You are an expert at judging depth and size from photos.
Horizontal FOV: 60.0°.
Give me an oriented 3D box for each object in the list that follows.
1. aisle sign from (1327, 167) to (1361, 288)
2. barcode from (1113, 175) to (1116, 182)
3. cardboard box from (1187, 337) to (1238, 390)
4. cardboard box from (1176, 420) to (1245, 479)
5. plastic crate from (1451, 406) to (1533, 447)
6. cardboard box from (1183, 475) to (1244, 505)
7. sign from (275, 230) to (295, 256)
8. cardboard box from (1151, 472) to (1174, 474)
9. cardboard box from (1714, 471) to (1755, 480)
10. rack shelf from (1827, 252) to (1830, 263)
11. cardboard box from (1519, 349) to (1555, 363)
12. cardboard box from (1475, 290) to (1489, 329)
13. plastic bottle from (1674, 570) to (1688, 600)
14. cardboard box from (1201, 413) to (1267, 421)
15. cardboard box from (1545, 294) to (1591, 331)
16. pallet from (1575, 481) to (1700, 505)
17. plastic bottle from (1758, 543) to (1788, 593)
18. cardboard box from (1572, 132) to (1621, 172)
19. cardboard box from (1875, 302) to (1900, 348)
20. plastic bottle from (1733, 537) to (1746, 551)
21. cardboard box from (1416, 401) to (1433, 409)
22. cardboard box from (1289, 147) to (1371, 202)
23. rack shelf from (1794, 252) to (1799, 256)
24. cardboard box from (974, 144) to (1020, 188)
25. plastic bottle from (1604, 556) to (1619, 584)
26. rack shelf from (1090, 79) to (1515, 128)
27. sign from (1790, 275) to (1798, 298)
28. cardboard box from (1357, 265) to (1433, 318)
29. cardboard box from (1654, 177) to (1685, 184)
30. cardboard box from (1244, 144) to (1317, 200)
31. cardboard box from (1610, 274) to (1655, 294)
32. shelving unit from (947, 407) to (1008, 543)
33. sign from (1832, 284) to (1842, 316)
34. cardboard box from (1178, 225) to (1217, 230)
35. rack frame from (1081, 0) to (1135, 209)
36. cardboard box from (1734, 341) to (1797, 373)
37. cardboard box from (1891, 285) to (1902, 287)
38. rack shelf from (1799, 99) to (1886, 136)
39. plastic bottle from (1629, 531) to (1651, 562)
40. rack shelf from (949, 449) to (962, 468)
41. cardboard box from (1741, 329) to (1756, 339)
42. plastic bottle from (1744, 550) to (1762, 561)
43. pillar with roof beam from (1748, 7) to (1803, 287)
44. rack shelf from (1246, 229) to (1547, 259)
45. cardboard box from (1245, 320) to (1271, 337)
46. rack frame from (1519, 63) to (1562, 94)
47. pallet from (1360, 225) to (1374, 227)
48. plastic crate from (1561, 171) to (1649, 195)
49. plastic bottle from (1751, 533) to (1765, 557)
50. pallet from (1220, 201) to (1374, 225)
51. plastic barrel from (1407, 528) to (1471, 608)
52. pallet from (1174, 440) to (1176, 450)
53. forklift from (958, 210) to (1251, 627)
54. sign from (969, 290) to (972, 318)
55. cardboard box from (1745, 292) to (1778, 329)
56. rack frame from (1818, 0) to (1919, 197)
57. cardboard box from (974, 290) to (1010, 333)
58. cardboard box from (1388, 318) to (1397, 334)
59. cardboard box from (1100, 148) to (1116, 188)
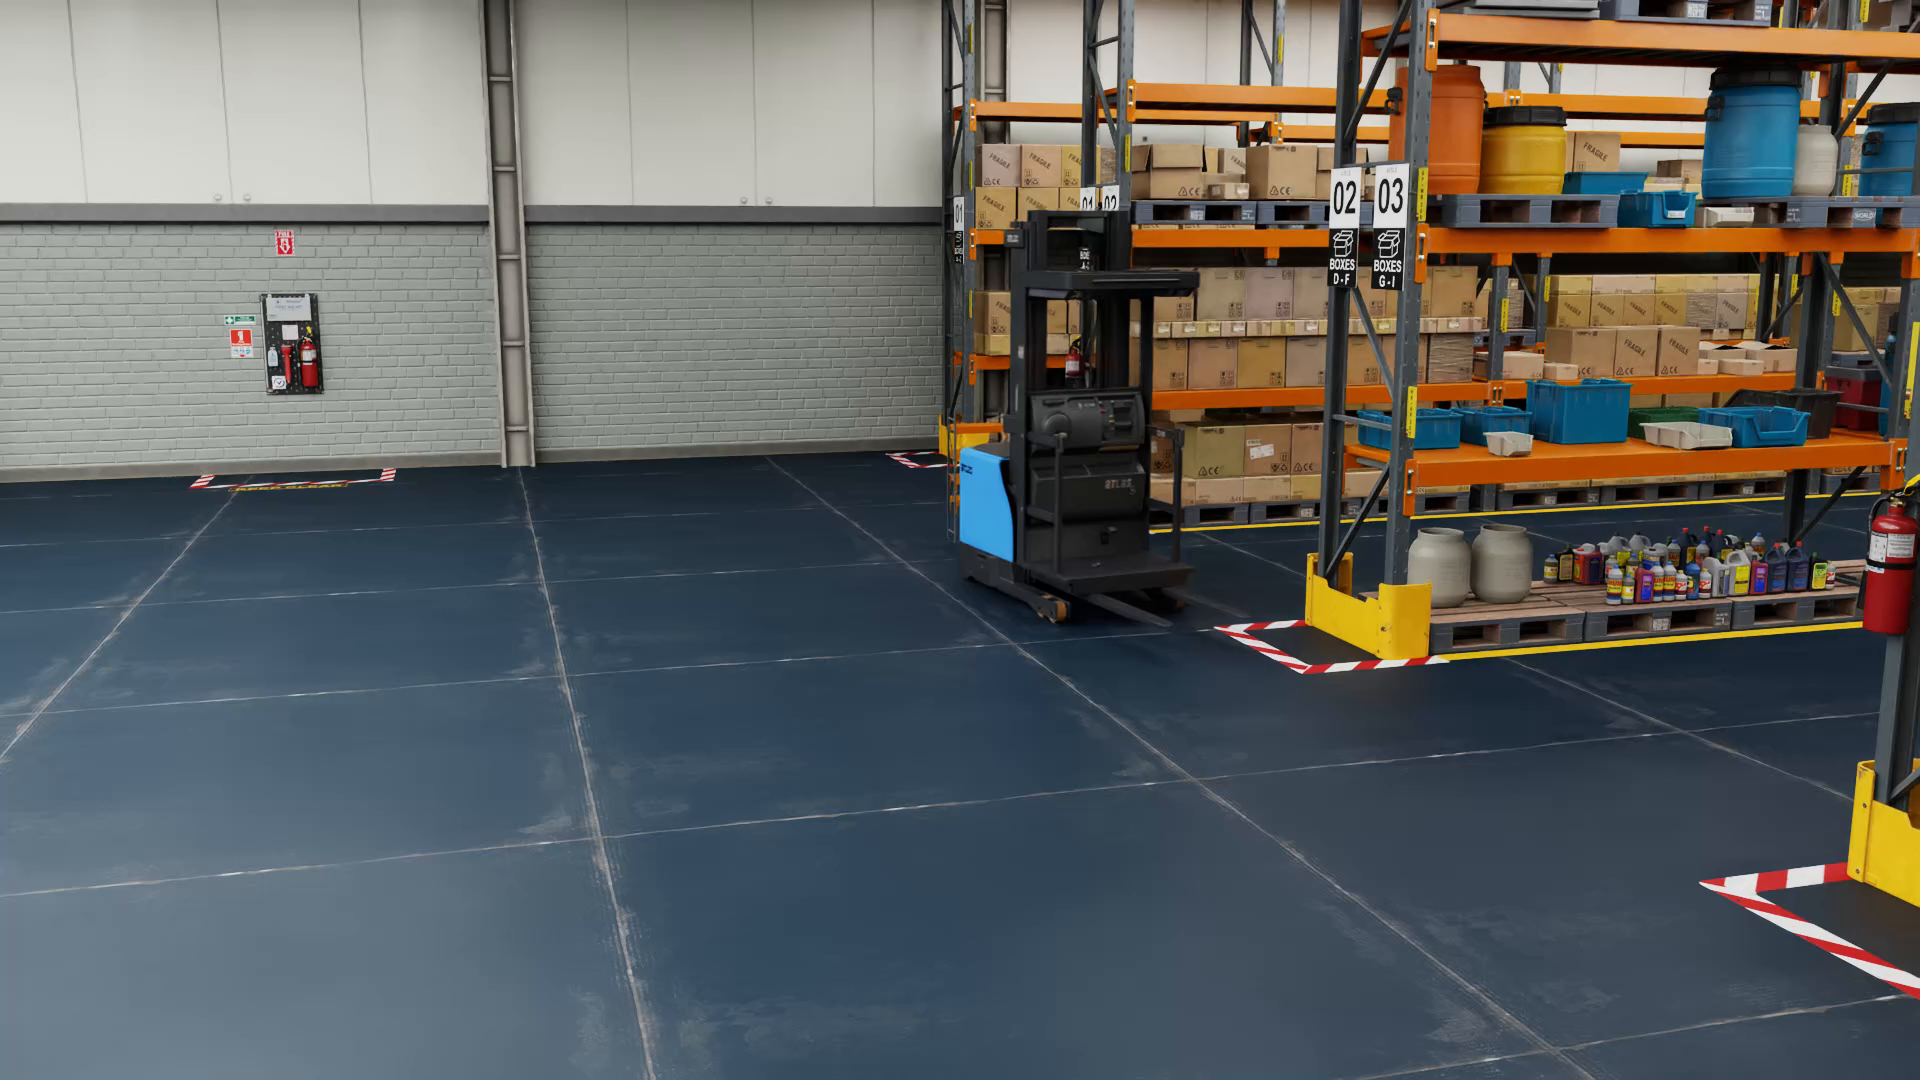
[{"bbox_3d":[2.590,-2.105,11.221,0.004,0.787,0.394,-3,11,-16],"label":"aisle sign"},{"bbox_3d":[1.516,-3.500,16.088,0.075,0.075,0.001,-3,11,-16],"label":"barcode"},{"bbox_3d":[2.316,-1.738,16.130,0.500,0.500,0.700,-3,11,-14],"label":"cardboard box"},{"bbox_3d":[2.418,-0.877,16.093,0.500,0.500,0.500,-3,11,-16],"label":"cardboard box"},{"bbox_3d":[3.764,-0.815,11.802,0.408,0.251,0.499,-3,11,-16],"label":"plastic crate"},{"bbox_3d":[2.417,-0.509,16.163,0.500,0.250,0.500,-3,11,-16],"label":"cardboard box"},{"bbox_3d":[-7.777,-3.422,19.149,0.199,0.298,0.001,-3,11,-16],"label":"sign"},{"bbox_3d":[1.793,-0.573,16.511,0.500,0.250,0.500,-3,11,-16],"label":"cardboard box"},{"bbox_3d":[8.111,-0.803,17.764,0.500,0.250,0.500,-3,11,-17],"label":"cardboard box"},{"bbox_3d":[8.503,-2.204,12.638,4.000,0.370,1.077,-3,11,-16],"label":"rack shelf"},{"bbox_3d":[5.995,-1.853,17.401,0.258,0.266,0.396,-3,11,-17],"label":"cardboard box"},{"bbox_3d":[6.677,-3.113,22.383,0.500,0.500,0.700,-4,11,-21],"label":"cardboard box"},{"bbox_3d":[5.090,0.316,11.762,0.097,0.201,0.097,0,10,0],"label":"plastic bottle"},{"bbox_3d":[2.749,-0.995,16.734,0.500,0.500,0.500,-3,11,-16],"label":"cardboard box"},{"bbox_3d":[8.192,-3.091,22.604,0.500,0.500,0.500,-3,11,-14],"label":"cardboard box"},{"bbox_3d":[7.072,-0.578,17.804,1.213,0.211,1.003,-3,11,-16],"label":"pallet"},{"bbox_3d":[5.861,0.198,11.993,0.185,0.351,0.144,-4,11,-19],"label":"plastic bottle"},{"bbox_3d":[6.345,-3.876,16.920,0.500,0.500,0.500,-2,11,-10],"label":"cardboard box"},{"bbox_3d":[10.547,-2.365,18.377,0.500,0.500,0.700,-1,10,-5],"label":"cardboard box"},{"bbox_3d":[5.882,0.118,12.612,0.133,0.283,0.061,-3,11,-16],"label":"plastic bottle"},{"bbox_3d":[5.981,-1.811,22.494,0.500,0.500,0.700,-3,11,-16],"label":"cardboard box"},{"bbox_3d":[3.585,-3.582,16.308,0.637,0.503,0.797,-2,11,-10],"label":"cardboard box"},{"bbox_3d":[13.415,-4.331,24.192,4.000,0.370,1.077,-3,11,-16],"label":"rack shelf"},{"bbox_3d":[0.411,-4.504,20.054,0.500,0.500,0.500,-4,11,-20],"label":"cardboard box"},{"bbox_3d":[4.818,0.218,12.297,0.097,0.201,0.097,0,10,0],"label":"plastic bottle"},{"bbox_3d":[3.281,-4.141,15.982,4.000,0.370,1.077,-3,11,-16],"label":"rack shelf"},{"bbox_3d":[11.656,-3.545,23.242,0.005,0.325,0.100,-3,11,-16],"label":"sign"},{"bbox_3d":[4.293,-2.480,16.579,0.500,0.500,0.700,-3,11,-16],"label":"cardboard box"},{"bbox_3d":[9.604,-4.770,23.099,0.500,0.500,0.700,-3,11,-16],"label":"cardboard box"},{"bbox_3d":[3.032,-3.476,15.741,0.500,0.500,0.500,-3,11,-16],"label":"cardboard box"},{"bbox_3d":[9.157,-3.511,22.815,0.500,0.250,0.500,-3,11,-16],"label":"cardboard box"},{"bbox_3d":[0.159,-0.598,15.187,0.503,1.200,0.258,-3,11,-16],"label":"shelving unit"},{"bbox_3d":[9.201,-2.518,17.445,0.005,0.325,0.100,-3,11,-16],"label":"sign"},{"bbox_3d":[2.909,-4.146,20.868,0.500,0.500,0.500,-4,11,-21],"label":"cardboard box"},{"bbox_3d":[1.361,-4.590,15.331,0.127,3.000,1.000,-3,11,-16],"label":"rack frame"},{"bbox_3d":[8.681,-1.990,18.022,0.500,0.311,0.500,-2,11,-12],"label":"cardboard box"},{"bbox_3d":[14.153,-3.392,24.561,0.700,0.700,0.980,-3,11,-16],"label":"cardboard box"},{"bbox_3d":[10.963,-4.546,18.181,4.000,0.370,1.077,-3,11,-16],"label":"rack shelf"},{"bbox_3d":[5.102,0.105,12.496,0.185,0.351,0.144,-3,11,-16],"label":"plastic bottle"},{"bbox_3d":[0.159,-0.752,15.159,0.480,0.148,0.258,-3,11,-16],"label":"rack shelf"},{"bbox_3d":[11.014,-2.911,23.418,0.250,0.149,0.380,-3,11,-15],"label":"cardboard box"},{"bbox_3d":[5.795,0.210,12.133,0.135,0.276,0.152,-3,11,-16],"label":"plastic bottle"},{"bbox_3d":[13.128,-5.496,20.250,0.548,9.000,9.100,-3,11,-16],"label":"pillar with roof beam"},{"bbox_3d":[5.734,-3.926,21.993,4.000,0.370,1.077,-3,11,-16],"label":"rack shelf"},{"bbox_3d":[2.789,-2.043,15.996,0.250,0.149,0.380,-3,11,-18],"label":"cardboard box"},{"bbox_3d":[7.654,-5.856,22.206,0.127,3.000,1.000,-3,11,-16],"label":"rack frame"},{"bbox_3d":[5.431,-4.152,21.753,1.003,0.211,1.213,-3,11,-16],"label":"pallet"},{"bbox_3d":[4.489,-2.395,11.734,0.575,0.384,0.392,-3,11,-16],"label":"plastic crate"},{"bbox_3d":[6.154,0.084,12.829,0.097,0.271,0.097,0,10,0],"label":"plastic bottle"},{"bbox_3d":[3.221,-3.165,16.119,1.213,0.211,1.003,-3,11,-16],"label":"pallet"},{"bbox_3d":[3.353,0.192,11.636,0.421,0.512,0.421,0,10,0],"label":"plastic barrel"},{"bbox_3d":[3.179,-1.292,21.684,1.213,0.211,1.003,-3,11,-16],"label":"pallet"},{"bbox_3d":[1.044,-0.930,12.207,1.130,2.935,3.031,-5,11,-24],"label":"forklift"},{"bbox_3d":[0.125,-2.832,19.960,0.005,0.325,0.100,-3,11,-16],"label":"sign"},{"bbox_3d":[11.122,-3.246,23.446,0.500,0.500,0.500,-3,11,-17],"label":"cardboard box"},{"bbox_3d":[6.583,-3.932,11.752,0.127,3.000,1.000,-3,11,-16],"label":"rack frame"},{"bbox_3d":[0.366,-2.867,20.825,0.500,0.500,0.500,-3,11,-17],"label":"cardboard box"},{"bbox_3d":[4.260,-2.120,16.415,0.250,0.149,0.380,-3,11,-16],"label":"cardboard box"},{"bbox_3d":[1.799,-4.669,20.949,0.500,0.500,0.500,-3,11,-16],"label":"cardboard box"}]
